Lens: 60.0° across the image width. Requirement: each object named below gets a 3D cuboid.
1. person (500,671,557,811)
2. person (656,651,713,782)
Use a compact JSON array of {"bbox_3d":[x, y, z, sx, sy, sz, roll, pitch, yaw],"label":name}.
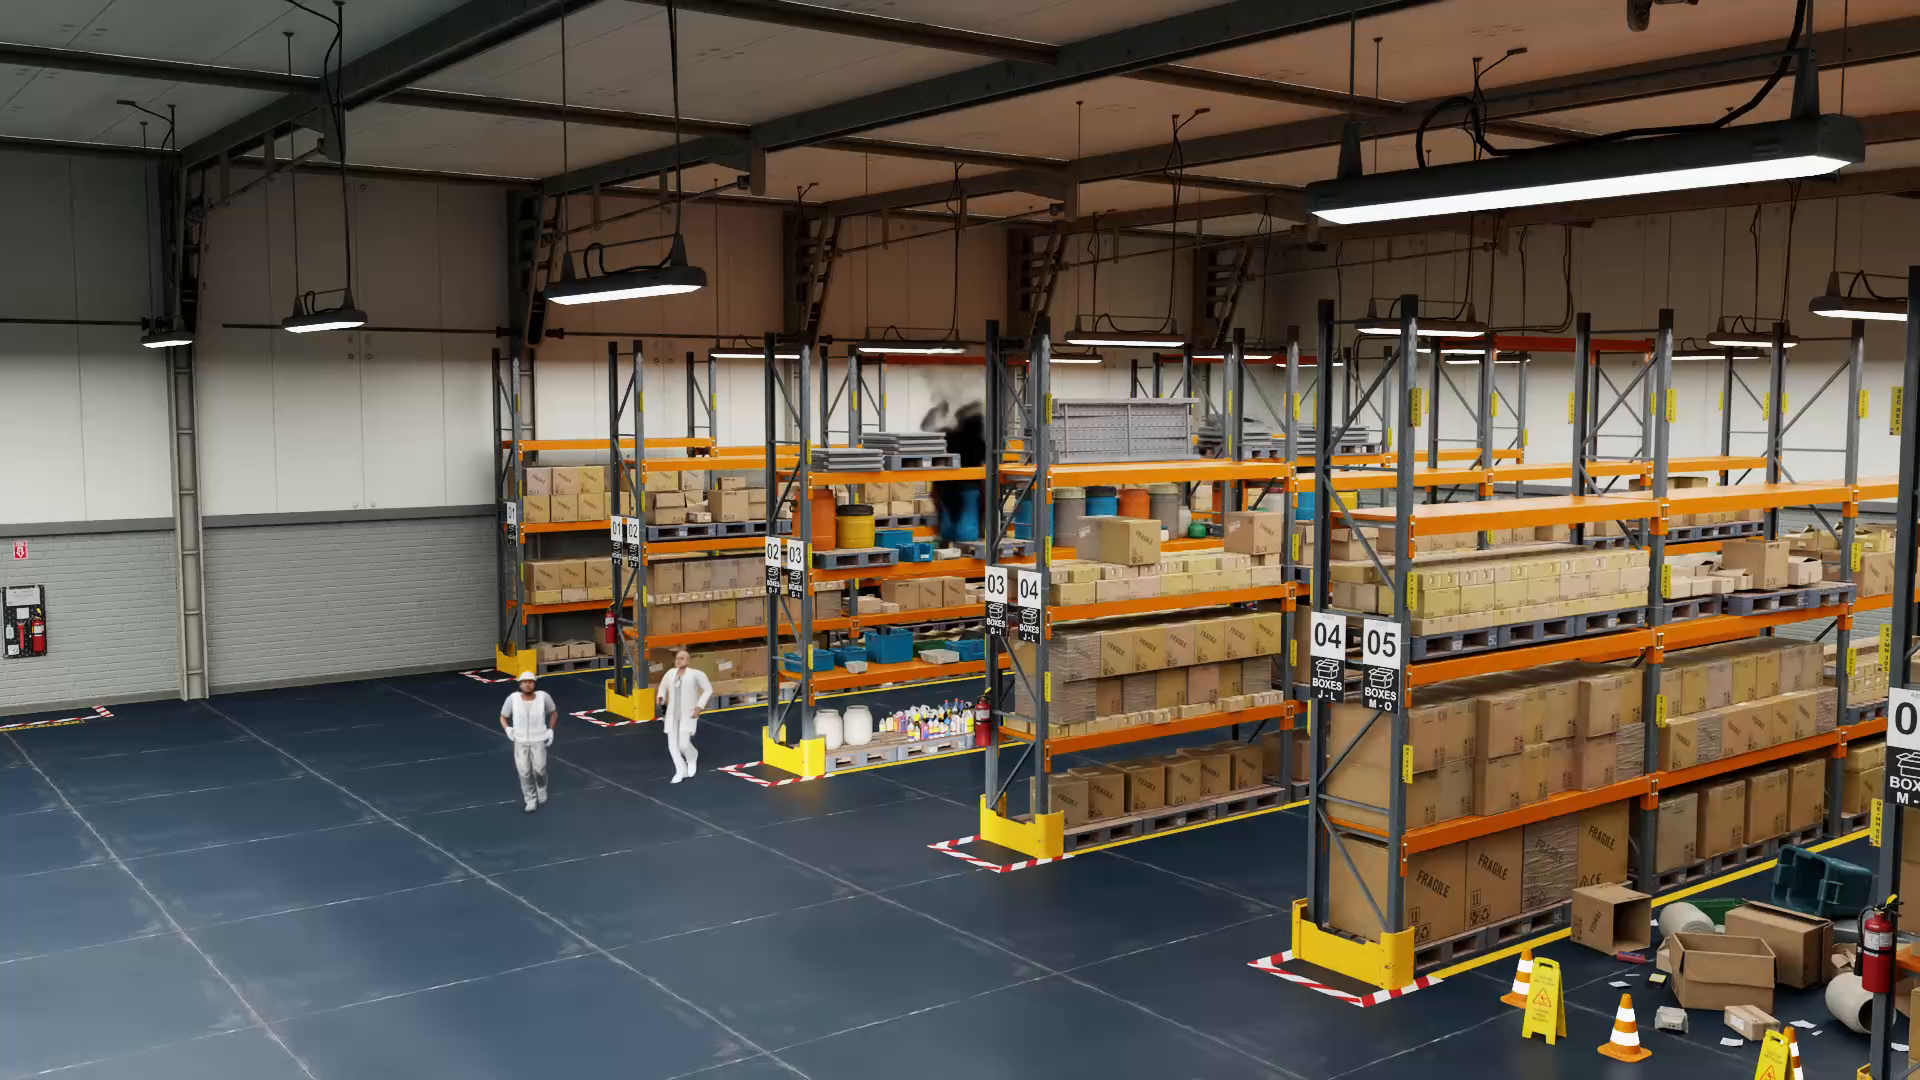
[{"bbox_3d":[-5.343,2.487,20.552,0.671,1.740,0.541,-1,5,-10],"label":"person"},{"bbox_3d":[-3.733,2.354,22.211,0.742,1.748,0.645,2,5,19],"label":"person"}]
